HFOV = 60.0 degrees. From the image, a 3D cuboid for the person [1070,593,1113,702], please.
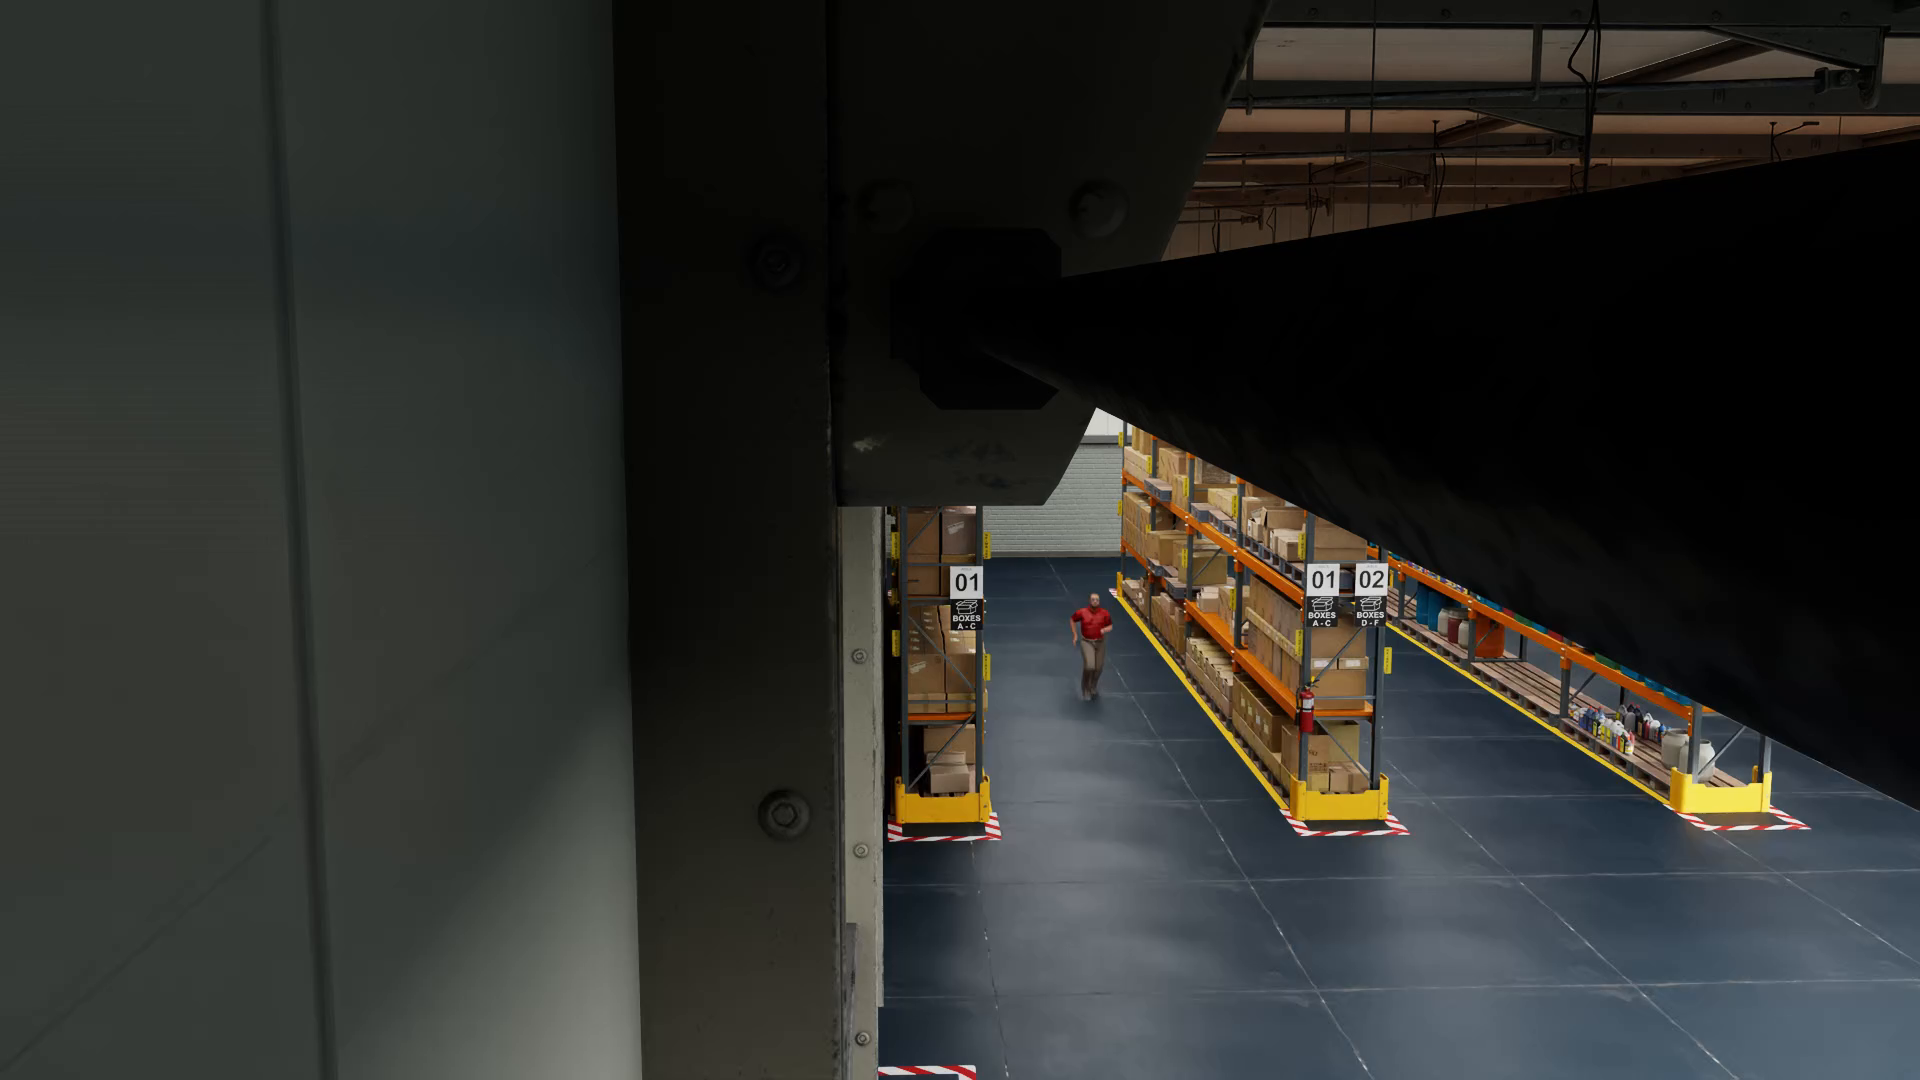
[{"bbox_3d":[2.147,1.734,26.809,0.634,1.767,0.736,-2,8,-12],"label":"person"}]
